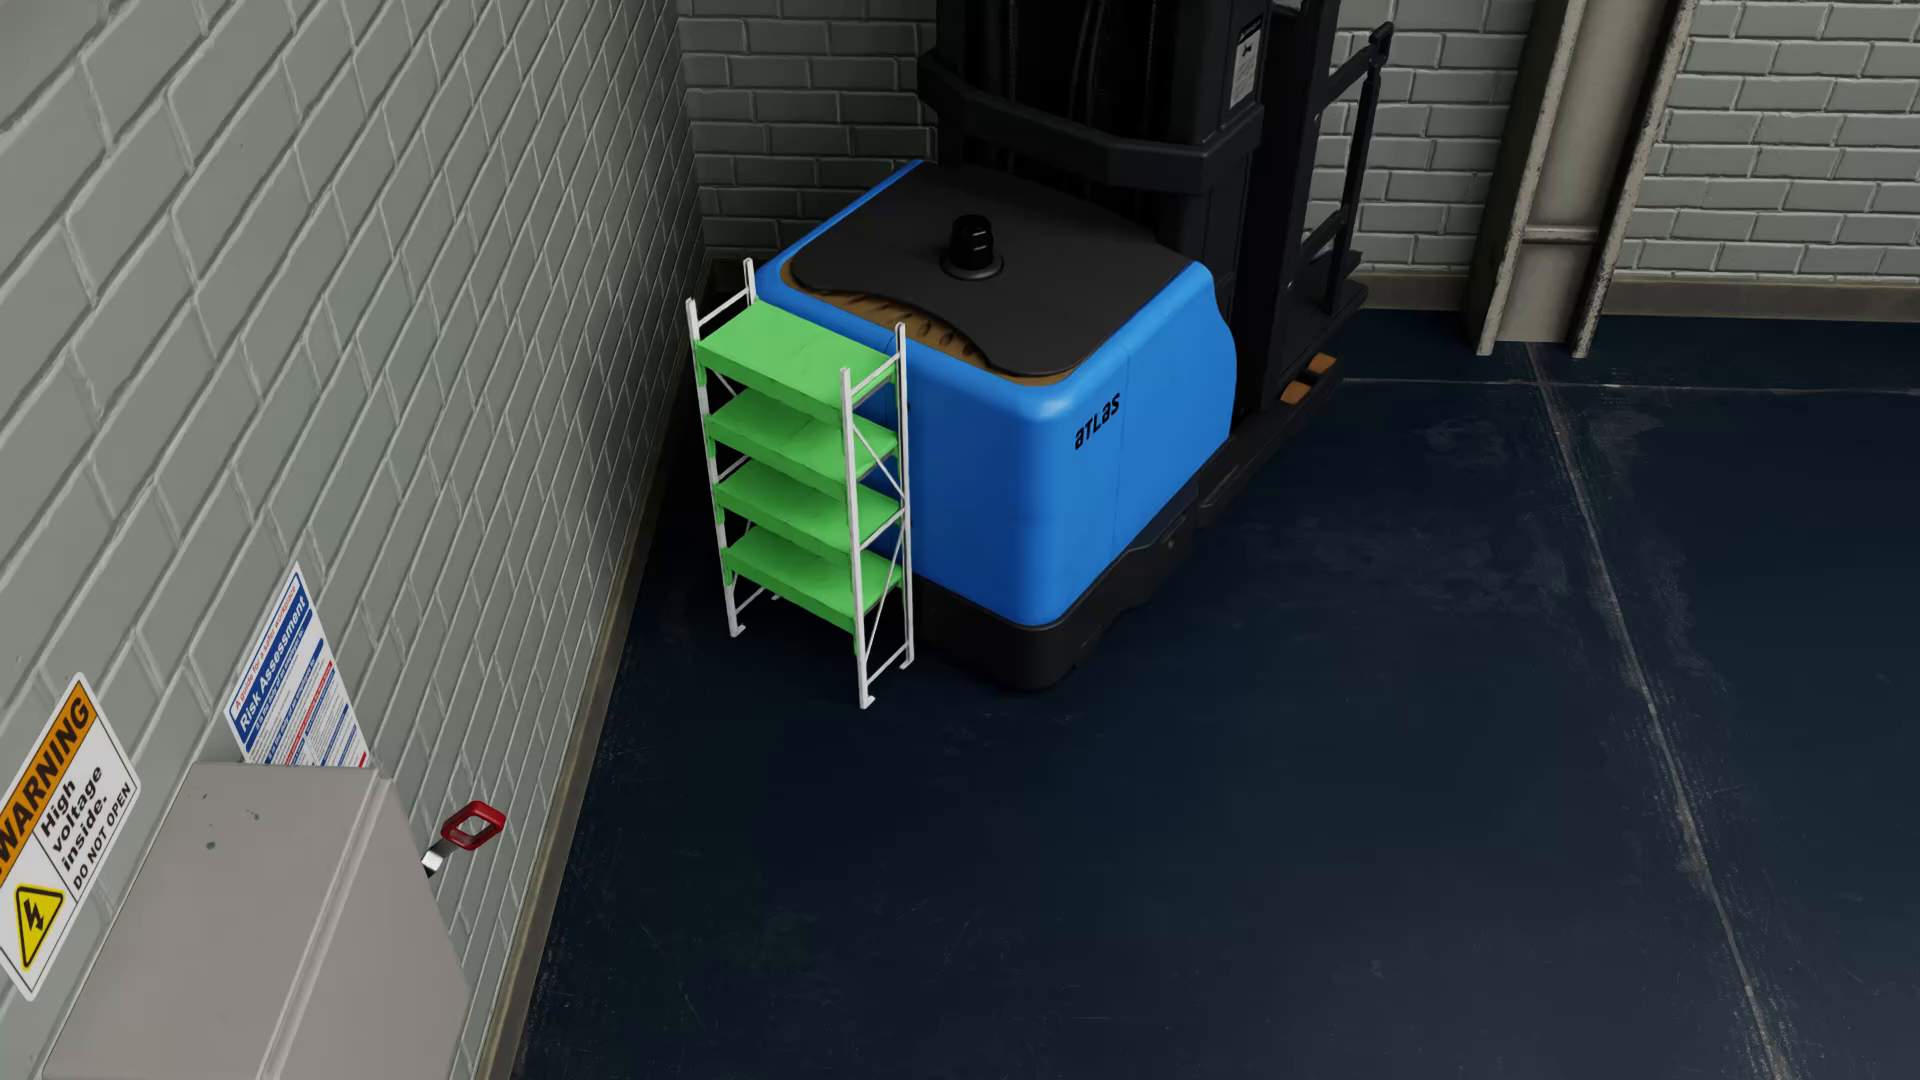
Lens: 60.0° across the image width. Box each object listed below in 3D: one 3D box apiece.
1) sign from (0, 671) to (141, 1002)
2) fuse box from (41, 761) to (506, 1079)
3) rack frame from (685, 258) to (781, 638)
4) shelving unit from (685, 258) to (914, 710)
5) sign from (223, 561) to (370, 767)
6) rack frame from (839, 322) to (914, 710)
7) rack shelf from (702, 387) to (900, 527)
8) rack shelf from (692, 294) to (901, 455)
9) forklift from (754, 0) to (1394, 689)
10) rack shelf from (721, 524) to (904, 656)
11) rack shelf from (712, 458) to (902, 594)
[{"bbox_3d":[-1.117,0.362,2.055,0.001,0.242,0.339,2,43,2],"label":"sign"},{"bbox_3d":[-0.908,1.105,2.809,0.414,1.711,0.539,2,43,2],"label":"fuse box"},{"bbox_3d":[-0.607,-0.217,4.602,0.015,1.200,0.240,26,49,25],"label":"rack frame"},{"bbox_3d":[-0.408,-0.120,4.499,0.503,1.200,0.258,26,49,25],"label":"shelving unit"},{"bbox_3d":[-1.093,0.325,2.770,0.001,0.494,0.329,2,43,2],"label":"sign"},{"bbox_3d":[-0.209,-0.024,4.396,0.015,1.200,0.240,26,49,25],"label":"rack frame"},{"bbox_3d":[-0.408,-0.249,4.379,0.480,0.148,0.258,26,49,25],"label":"rack shelf"},{"bbox_3d":[-0.408,-0.425,4.215,0.480,0.148,0.258,26,49,25],"label":"rack shelf"},{"bbox_3d":[0.677,-1.618,4.837,1.130,2.935,3.031,26,49,25],"label":"forklift"},{"bbox_3d":[-0.408,0.102,4.706,0.480,0.148,0.258,26,49,25],"label":"rack shelf"},{"bbox_3d":[-0.408,-0.074,4.543,0.480,0.148,0.258,26,49,25],"label":"rack shelf"}]
